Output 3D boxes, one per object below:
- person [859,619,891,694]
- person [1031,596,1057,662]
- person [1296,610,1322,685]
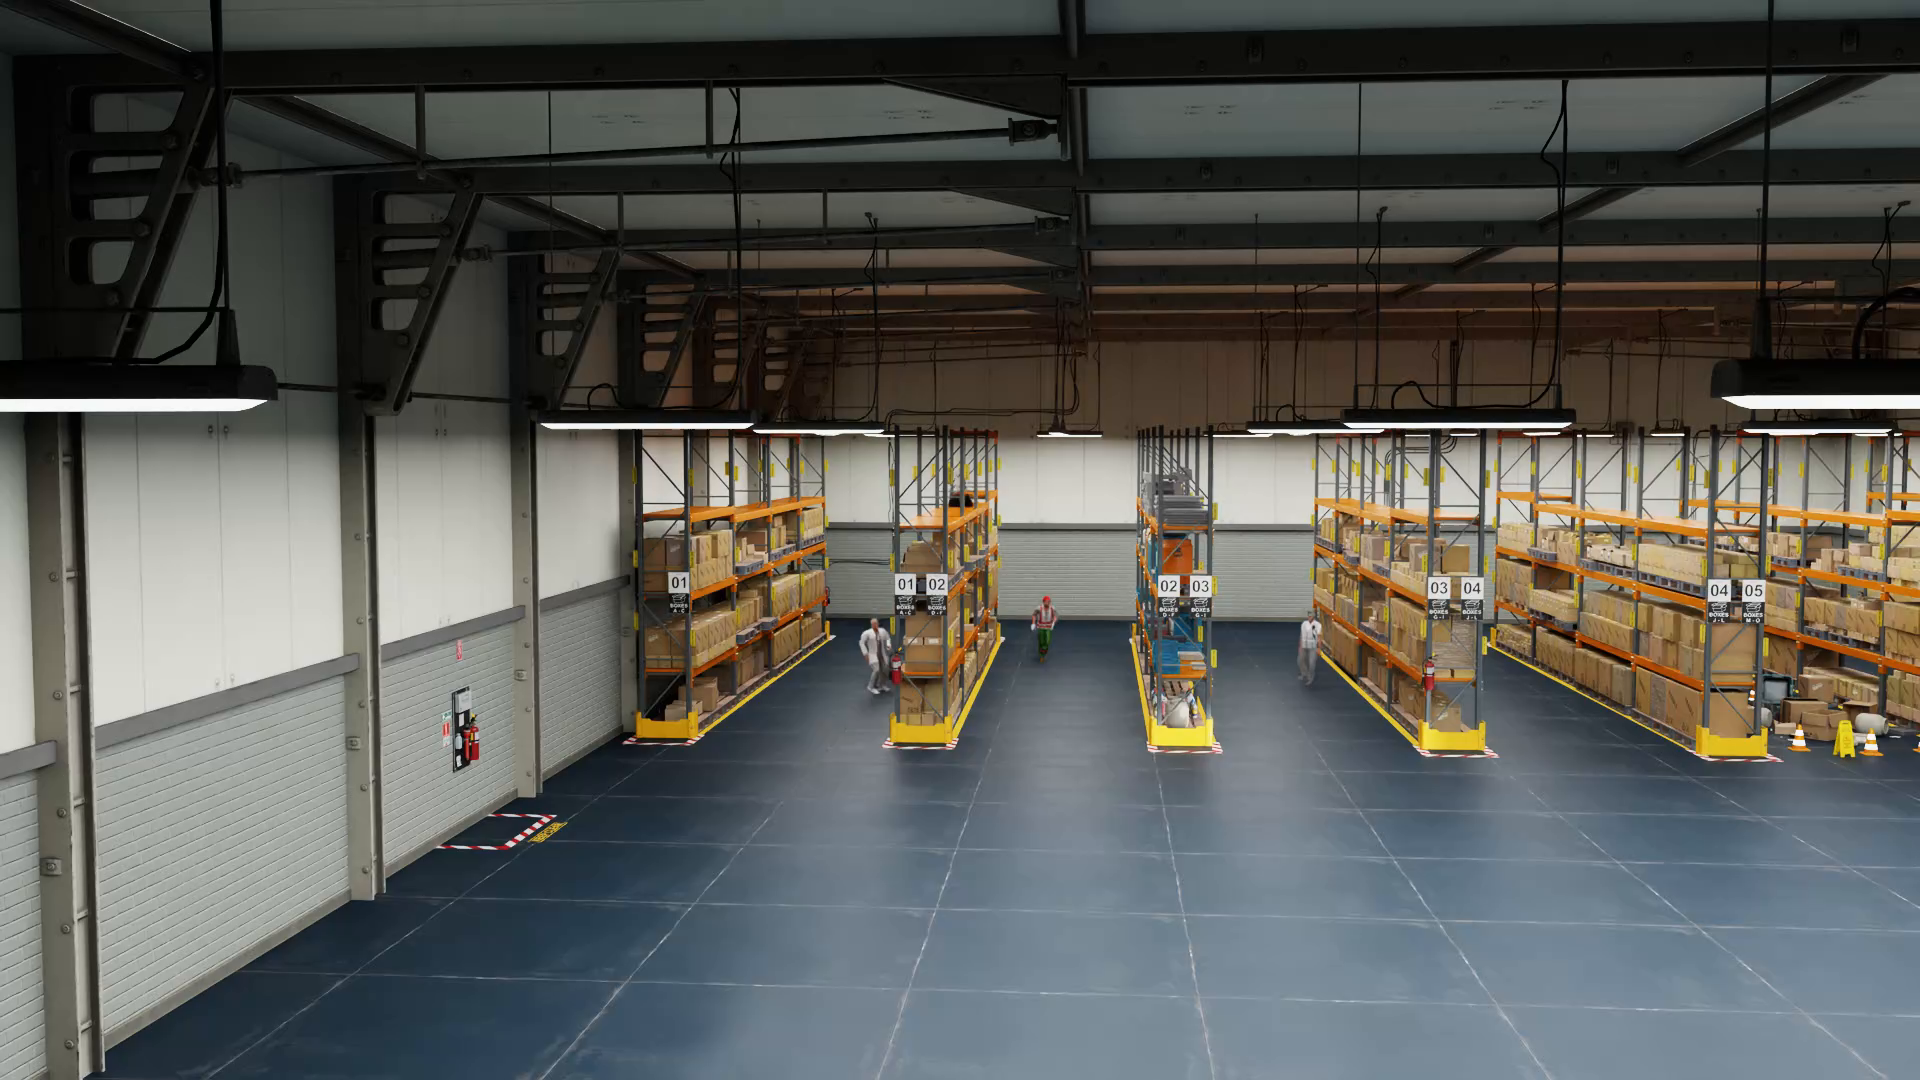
[{"bbox_3d":[-1.868,2.622,37.685,0.731,1.711,0.784,-2,4,-32],"label":"person"},{"bbox_3d":[2.184,2.285,43.027,0.657,1.715,0.696,-1,4,-13],"label":"person"},{"bbox_3d":[8.184,2.524,38.964,0.651,1.786,0.509,3,4,37],"label":"person"}]
